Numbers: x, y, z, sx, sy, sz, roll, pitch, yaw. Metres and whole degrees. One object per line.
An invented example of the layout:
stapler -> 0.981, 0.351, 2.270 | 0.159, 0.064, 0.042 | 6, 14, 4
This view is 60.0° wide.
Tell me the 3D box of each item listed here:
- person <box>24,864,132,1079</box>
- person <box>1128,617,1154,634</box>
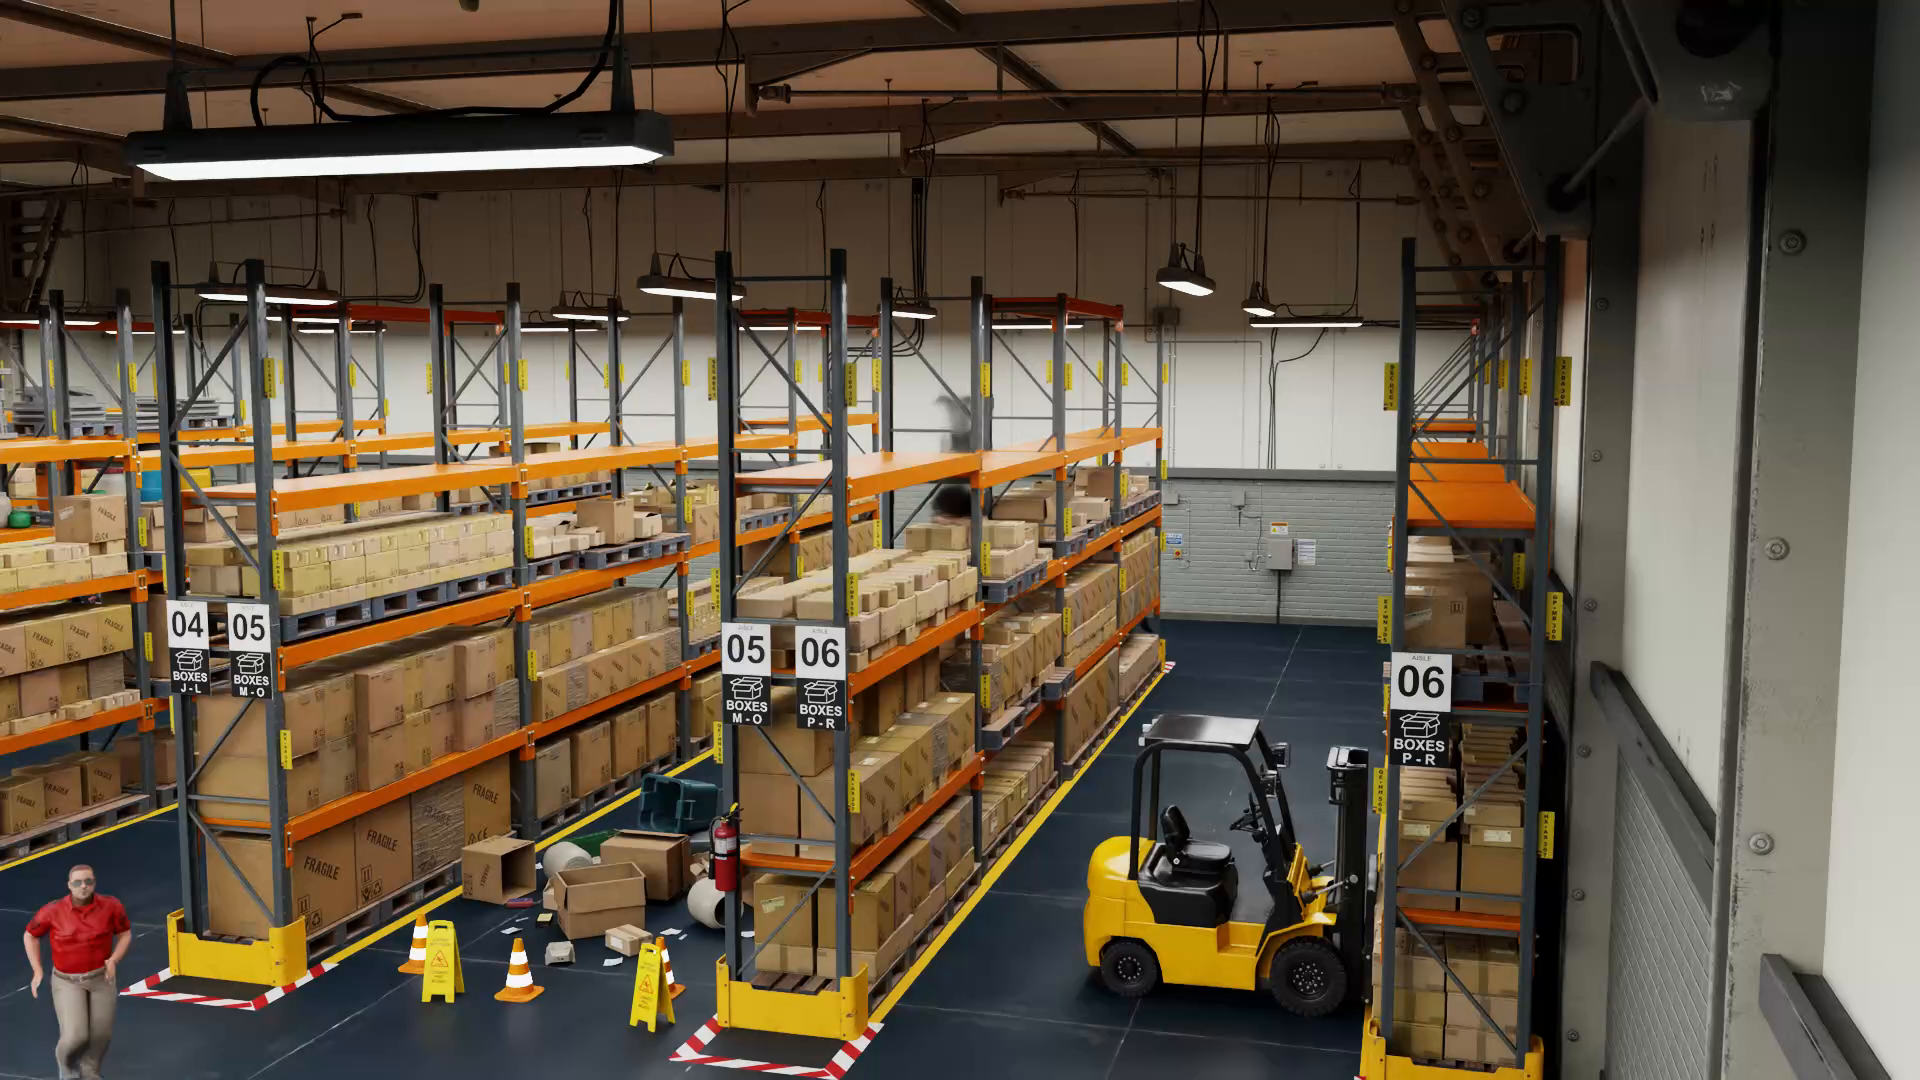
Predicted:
person -> -6.127, 3.098, 11.634 | 0.651, 1.667, 0.671 | -5, 8, -37
person -> 3.153, 1.258, 29.481 | 0.778, 1.614, 0.576 | 3, 7, 27
